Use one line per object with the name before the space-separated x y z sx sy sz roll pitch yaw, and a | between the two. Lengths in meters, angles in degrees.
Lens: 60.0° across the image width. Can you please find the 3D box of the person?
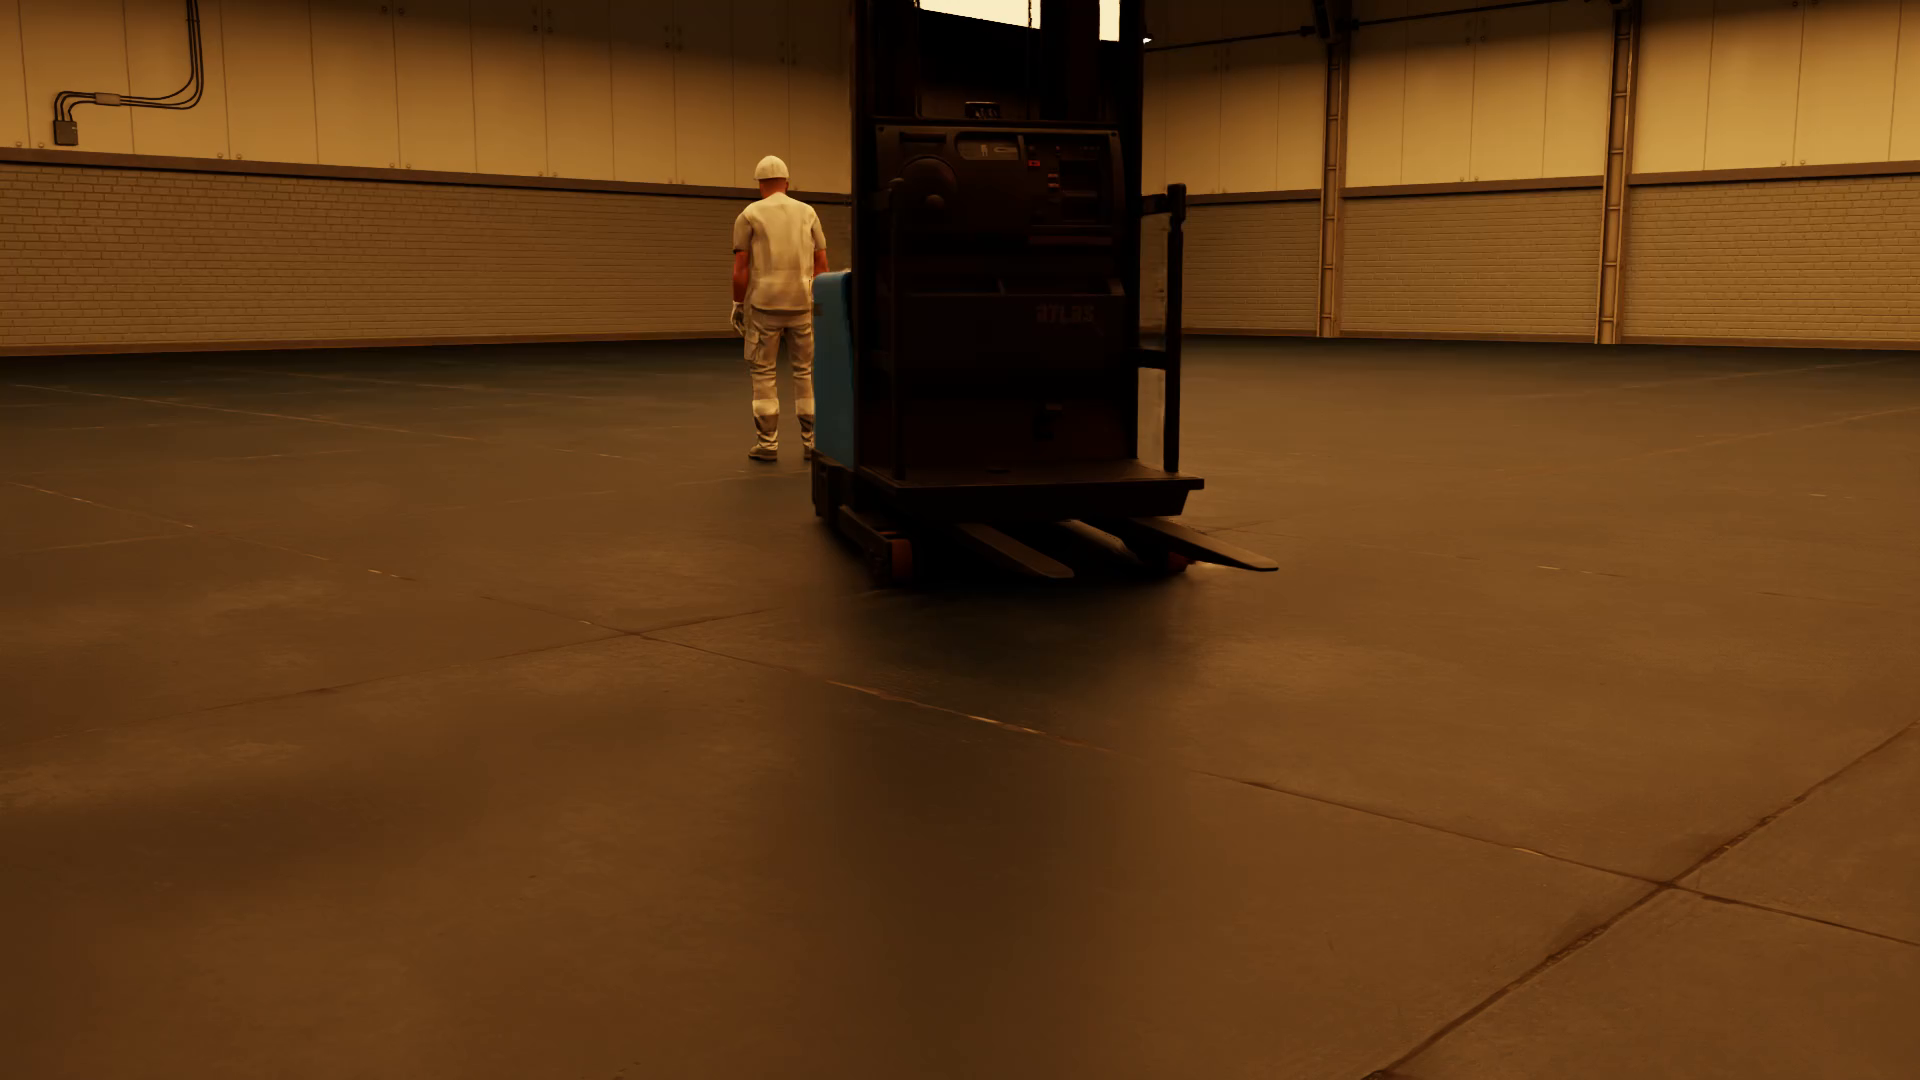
person | -1.059 -1.362 9.811 0.608 1.777 0.454 -3 9 -19

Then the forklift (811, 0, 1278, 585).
forklift | 0.204 -1.355 5.875 1.130 2.935 3.031 -2 9 -14
